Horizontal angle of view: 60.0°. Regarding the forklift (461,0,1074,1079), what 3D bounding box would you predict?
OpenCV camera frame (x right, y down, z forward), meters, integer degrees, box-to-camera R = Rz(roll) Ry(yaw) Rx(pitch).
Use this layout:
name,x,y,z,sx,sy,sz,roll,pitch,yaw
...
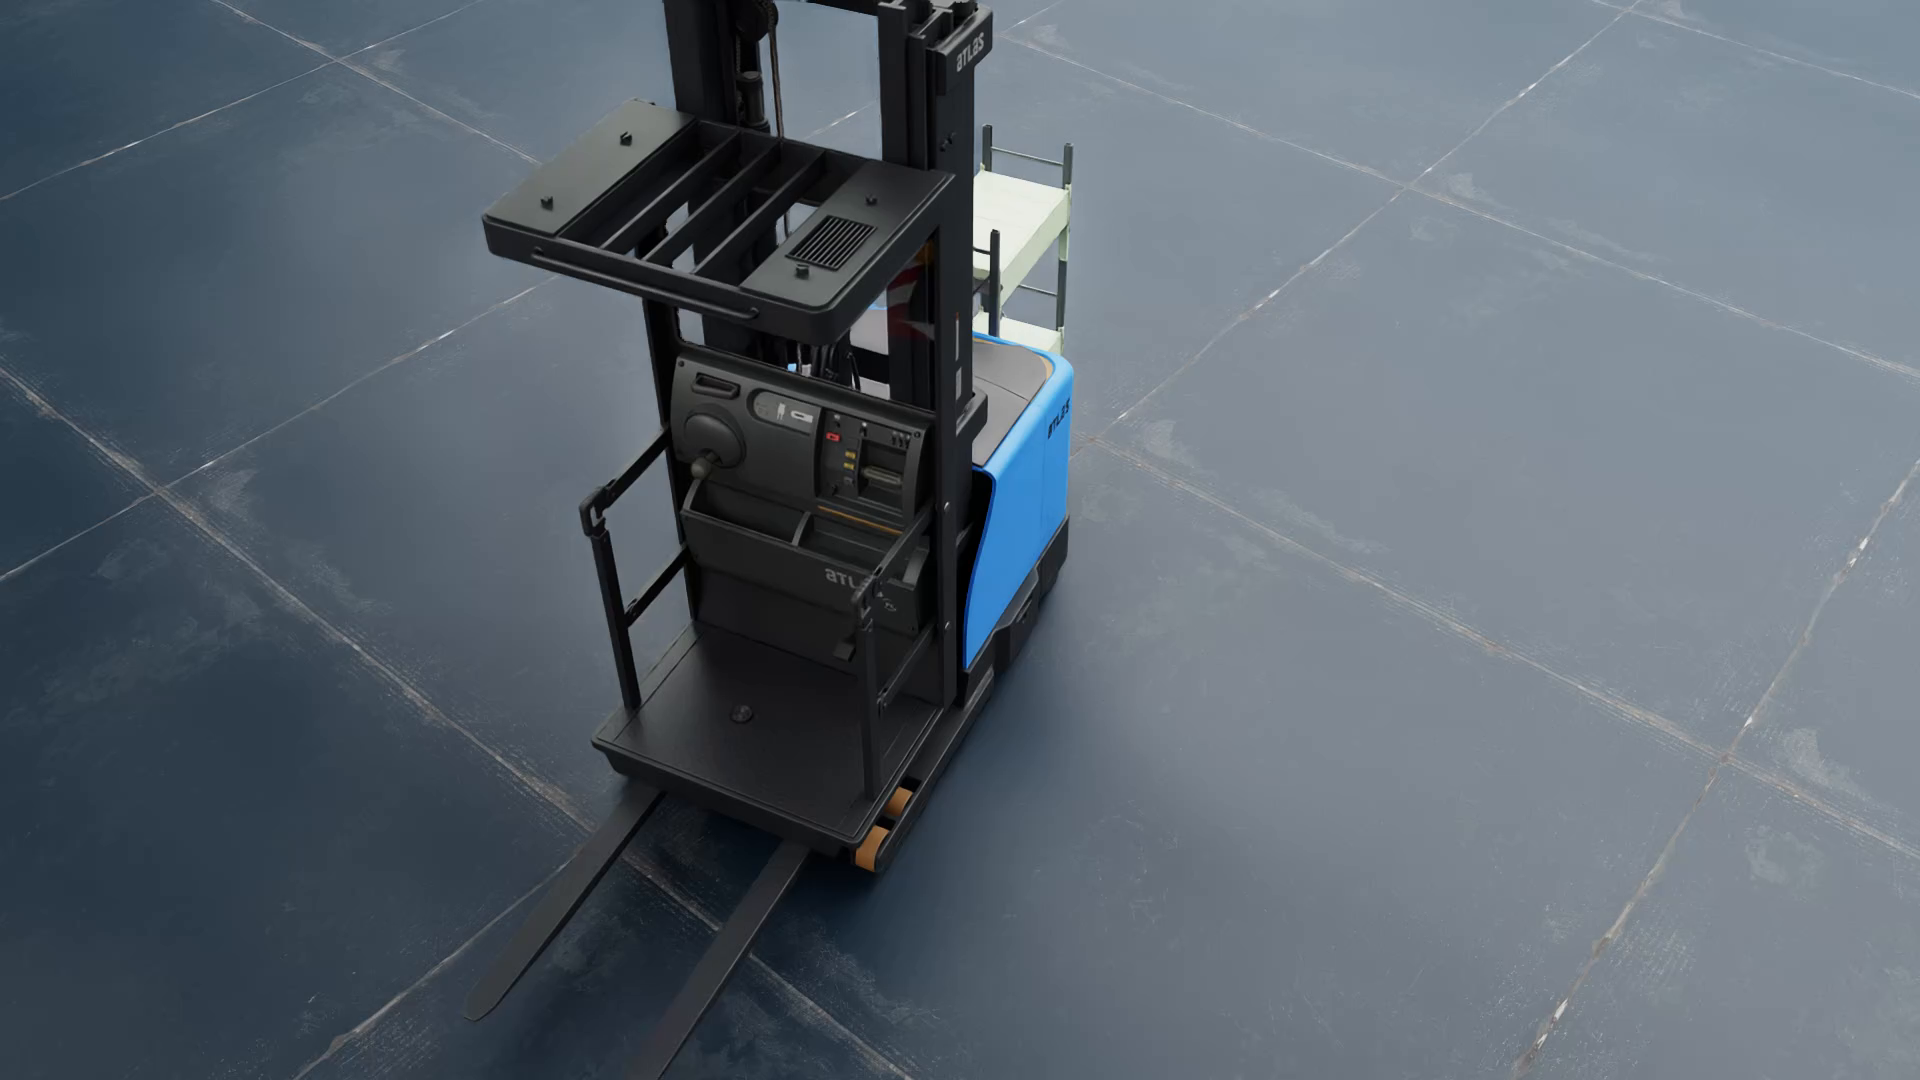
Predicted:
name,x,y,z,sx,sy,sz,roll,pitch,yaw
forklift,-0.632,-0.240,5.335,1.130,2.935,3.031,18,45,18

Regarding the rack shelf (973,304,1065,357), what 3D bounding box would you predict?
name,x,y,z,sx,sy,sz,roll,pitch,yaw
rack shelf,0.124,-0.652,7.337,0.431,0.370,0.720,18,45,18

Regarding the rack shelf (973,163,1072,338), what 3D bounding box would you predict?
name,x,y,z,sx,sy,sz,roll,pitch,yaw
rack shelf,0.124,-1.182,6.855,0.431,0.370,0.720,18,45,18

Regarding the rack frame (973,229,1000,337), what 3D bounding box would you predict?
name,x,y,z,sx,sy,sz,roll,pitch,yaw
rack frame,-0.032,-0.670,6.872,0.400,1.500,0.023,18,45,18

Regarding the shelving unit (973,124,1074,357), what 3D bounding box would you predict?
name,x,y,z,sx,sy,sz,roll,pitch,yaw
shelving unit,0.124,-0.893,7.117,0.431,1.500,0.755,18,45,18

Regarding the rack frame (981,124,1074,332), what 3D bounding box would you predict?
name,x,y,z,sx,sy,sz,roll,pitch,yaw
rack frame,0.280,-1.116,7.362,0.400,1.500,0.023,18,45,18
